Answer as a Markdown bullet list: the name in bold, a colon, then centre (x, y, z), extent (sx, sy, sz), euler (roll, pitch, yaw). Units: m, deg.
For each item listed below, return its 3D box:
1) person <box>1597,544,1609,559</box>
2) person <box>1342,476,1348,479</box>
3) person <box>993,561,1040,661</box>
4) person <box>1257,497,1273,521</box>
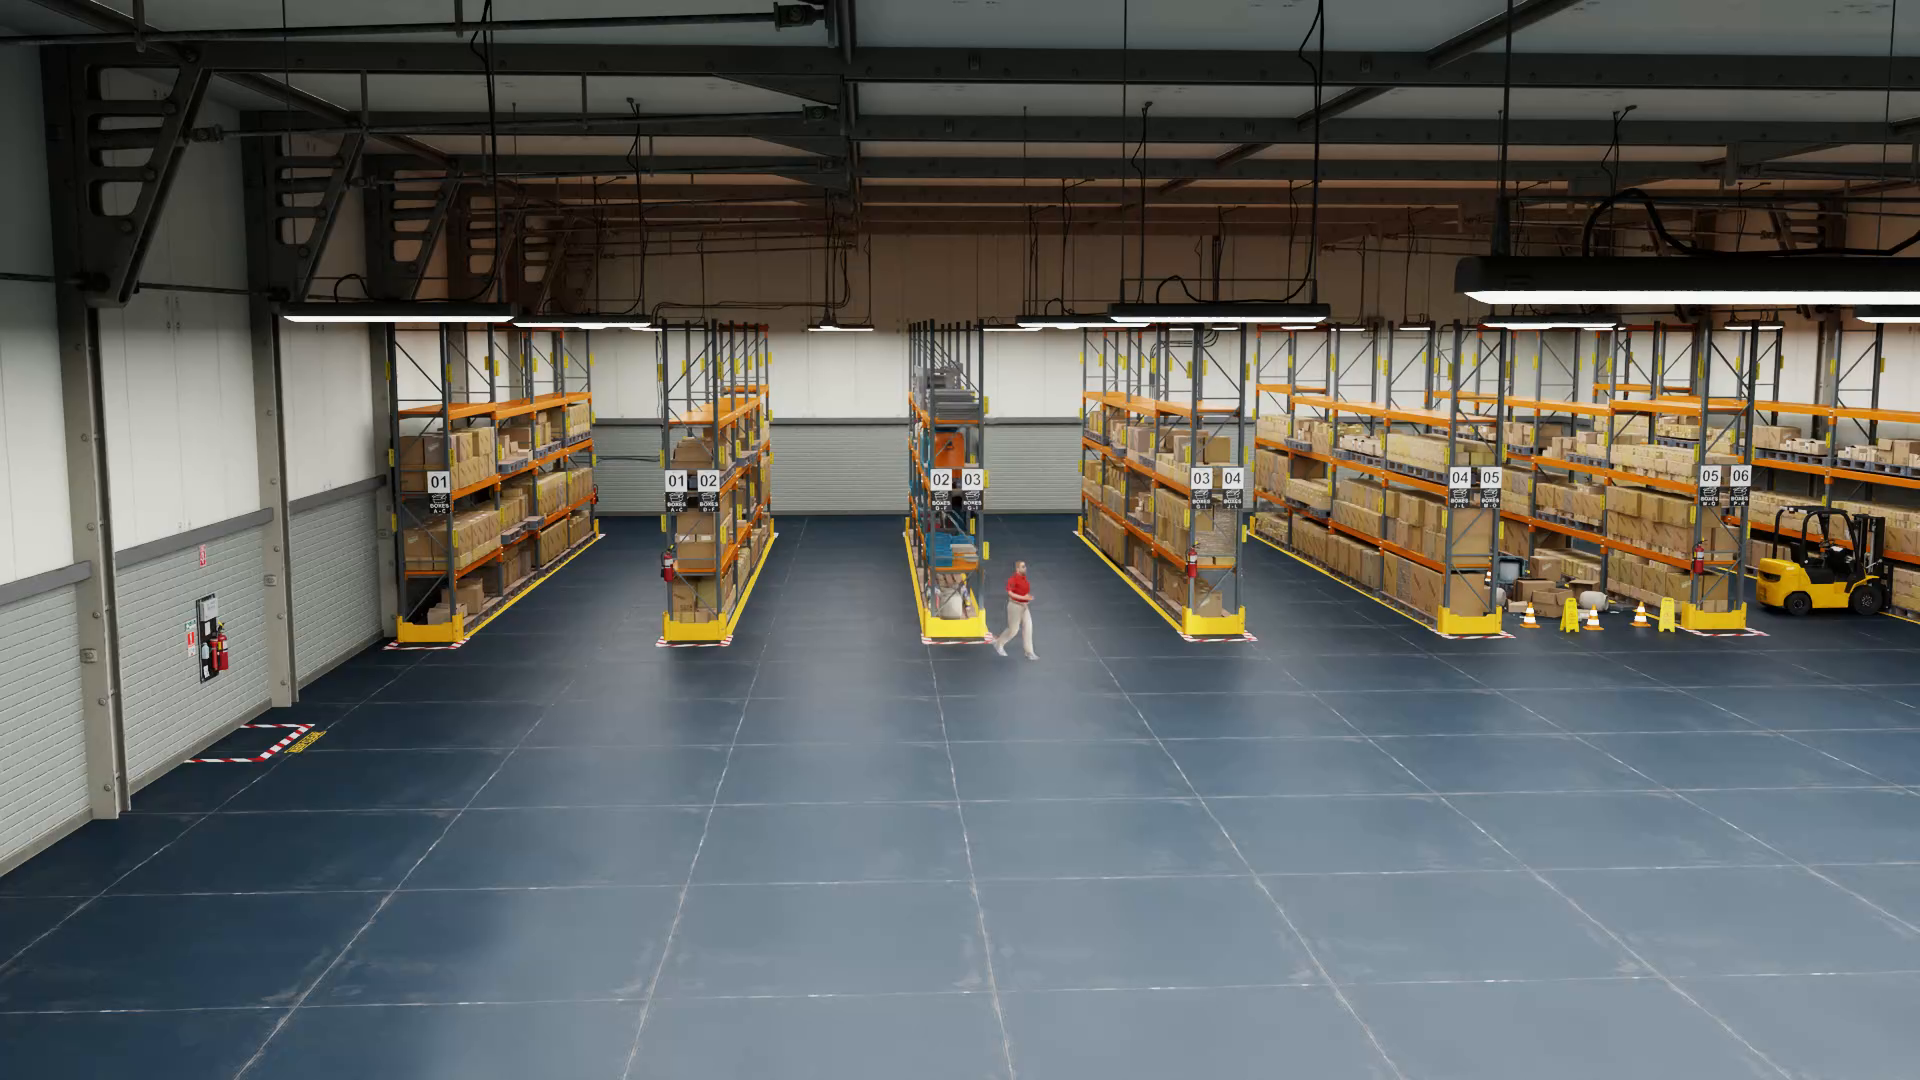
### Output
- **person**: centre (15.962, -0.200, 41.225), extent (0.620, 1.711, 0.864), euler (-2, 7, -13)
- **person**: centre (10.705, -0.859, 46.206), extent (0.734, 1.806, 1.079), euler (0, 7, 0)
- **person**: centre (1.015, 1.242, 29.442), extent (0.871, 1.762, 0.684), euler (4, 8, 32)
- **person**: centre (9.082, -1.187, 49.197), extent (0.859, 1.730, 0.775), euler (2, 7, 14)
